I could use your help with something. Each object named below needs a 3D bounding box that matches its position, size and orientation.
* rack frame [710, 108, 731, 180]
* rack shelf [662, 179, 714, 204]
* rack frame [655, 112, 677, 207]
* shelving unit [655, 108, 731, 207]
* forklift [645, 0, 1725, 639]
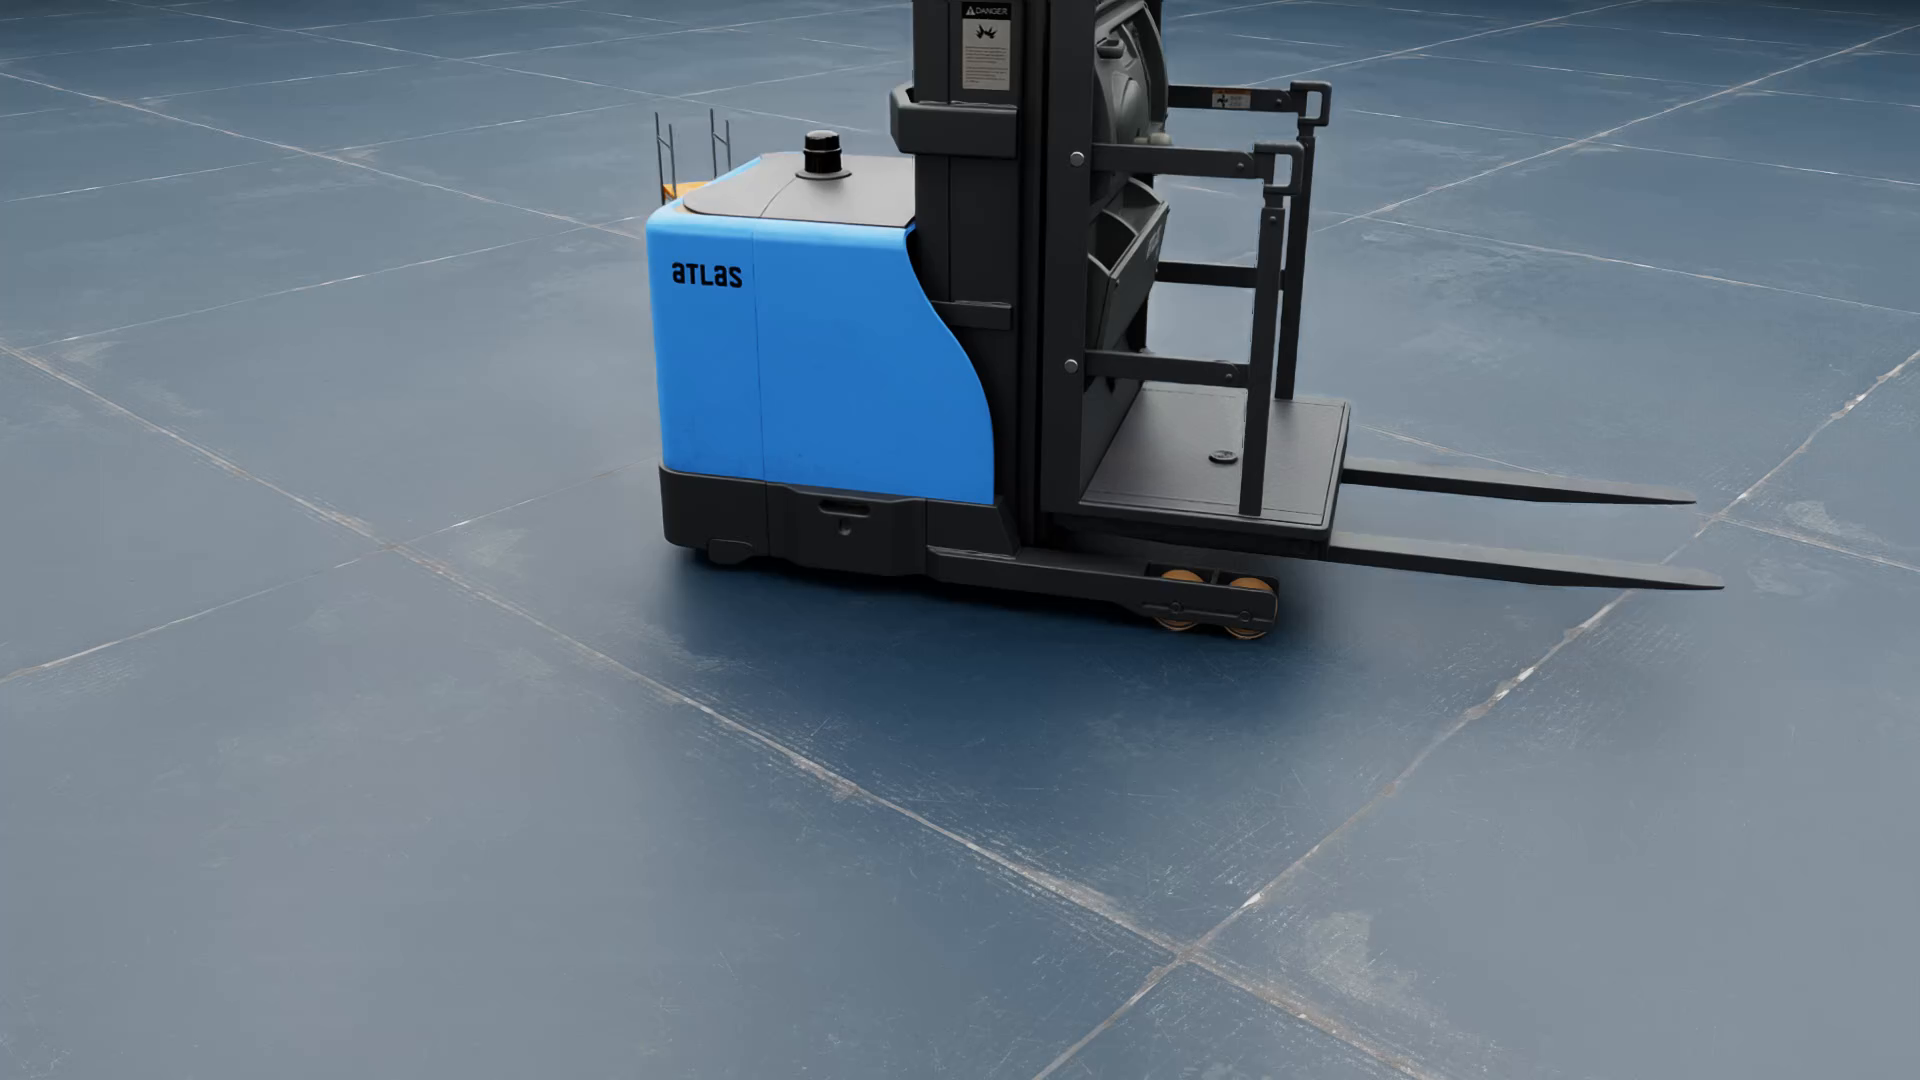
[{"bbox_3d":[-0.783,-0.837,5.649,0.006,1.200,0.240,-9,26,-19],"label":"rack frame"},{"bbox_3d":[-0.869,-1.111,5.491,0.180,0.103,0.258,-9,26,-19],"label":"rack shelf"},{"bbox_3d":[-0.954,-0.810,5.590,0.006,1.200,0.240,-9,26,-19],"label":"rack frame"},{"bbox_3d":[-0.869,-0.823,5.620,0.189,1.200,0.258,-9,26,-19],"label":"shelving unit"},{"bbox_3d":[0.665,-1.304,4.576,3.031,2.935,1.130,6,25,14],"label":"forklift"}]
